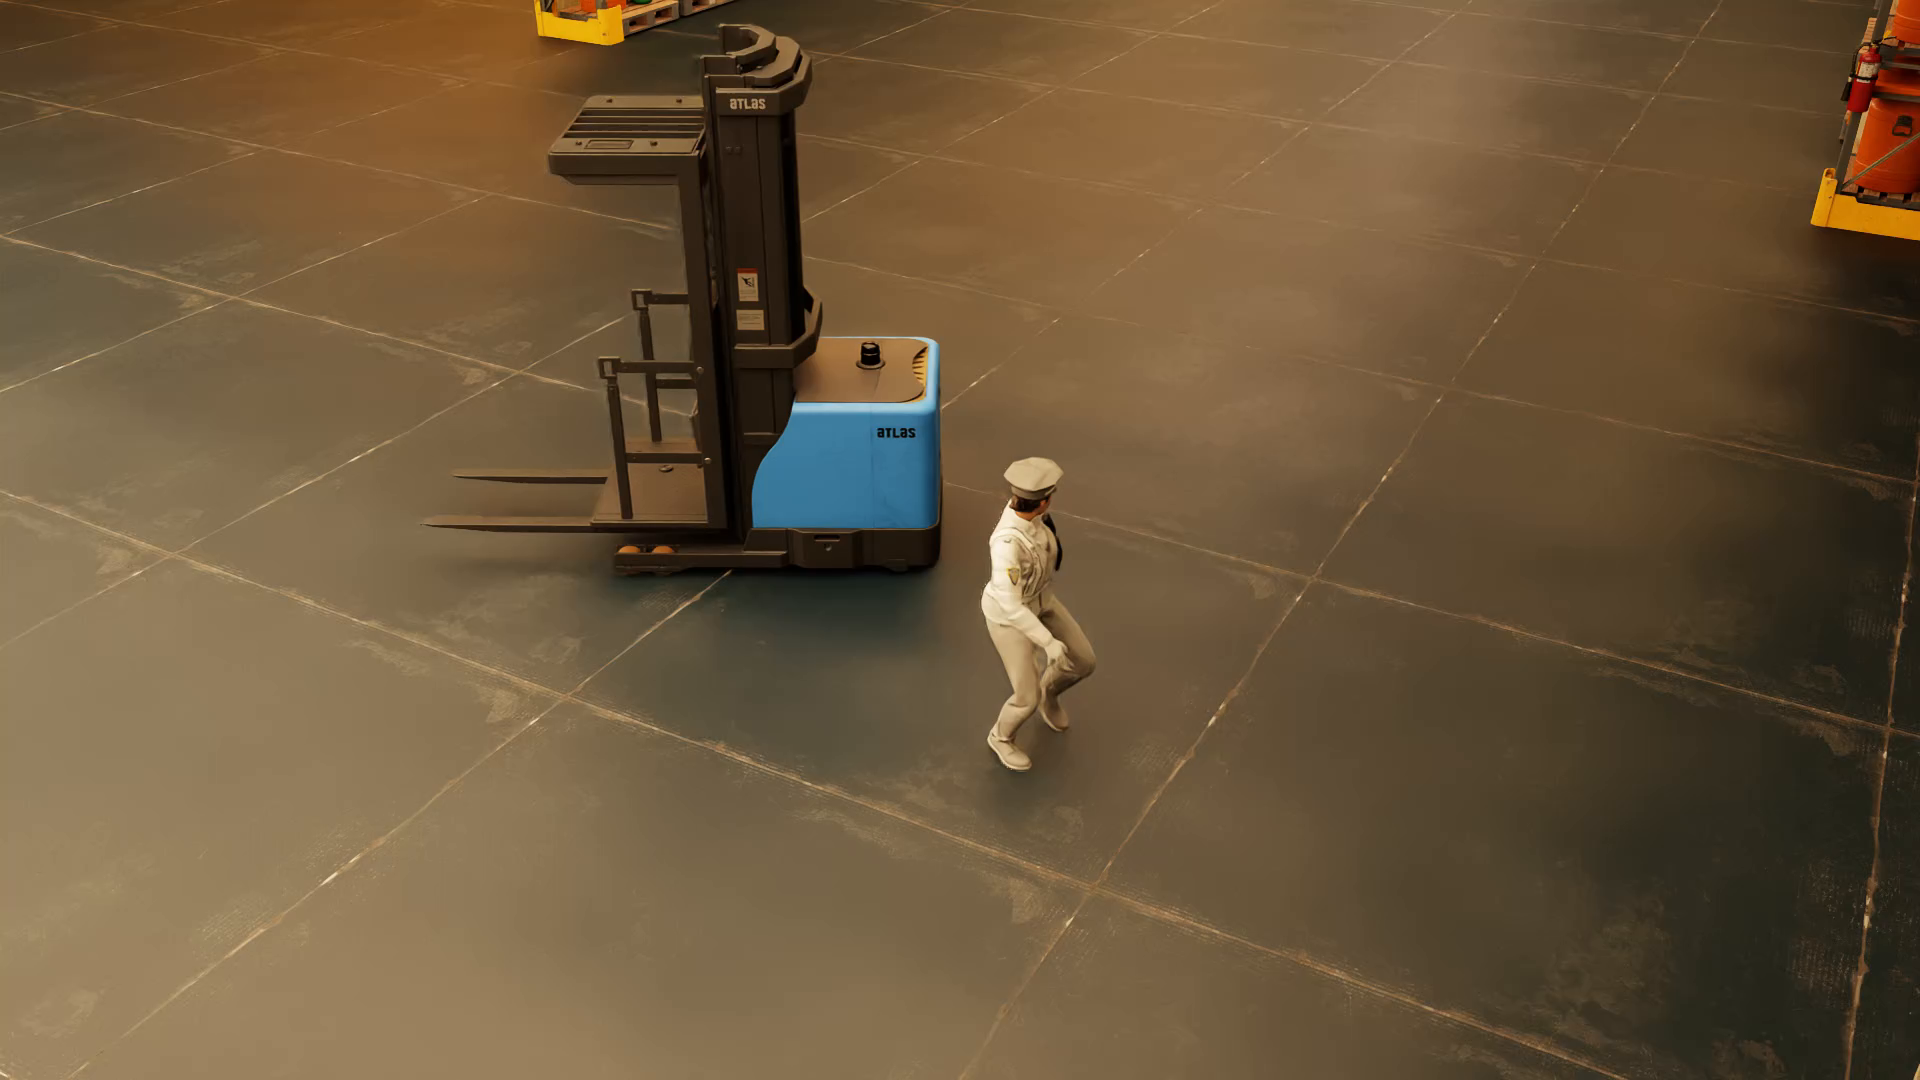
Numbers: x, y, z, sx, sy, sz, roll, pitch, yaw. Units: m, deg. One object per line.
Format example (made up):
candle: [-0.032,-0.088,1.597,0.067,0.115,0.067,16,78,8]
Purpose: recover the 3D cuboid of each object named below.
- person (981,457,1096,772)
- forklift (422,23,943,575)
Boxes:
person: [0.341,0.346,7.843,0.615,1.575,0.703,20,36,31]
forklift: [-1.628,-1.329,9.374,3.031,2.935,1.130,0,30,1]
